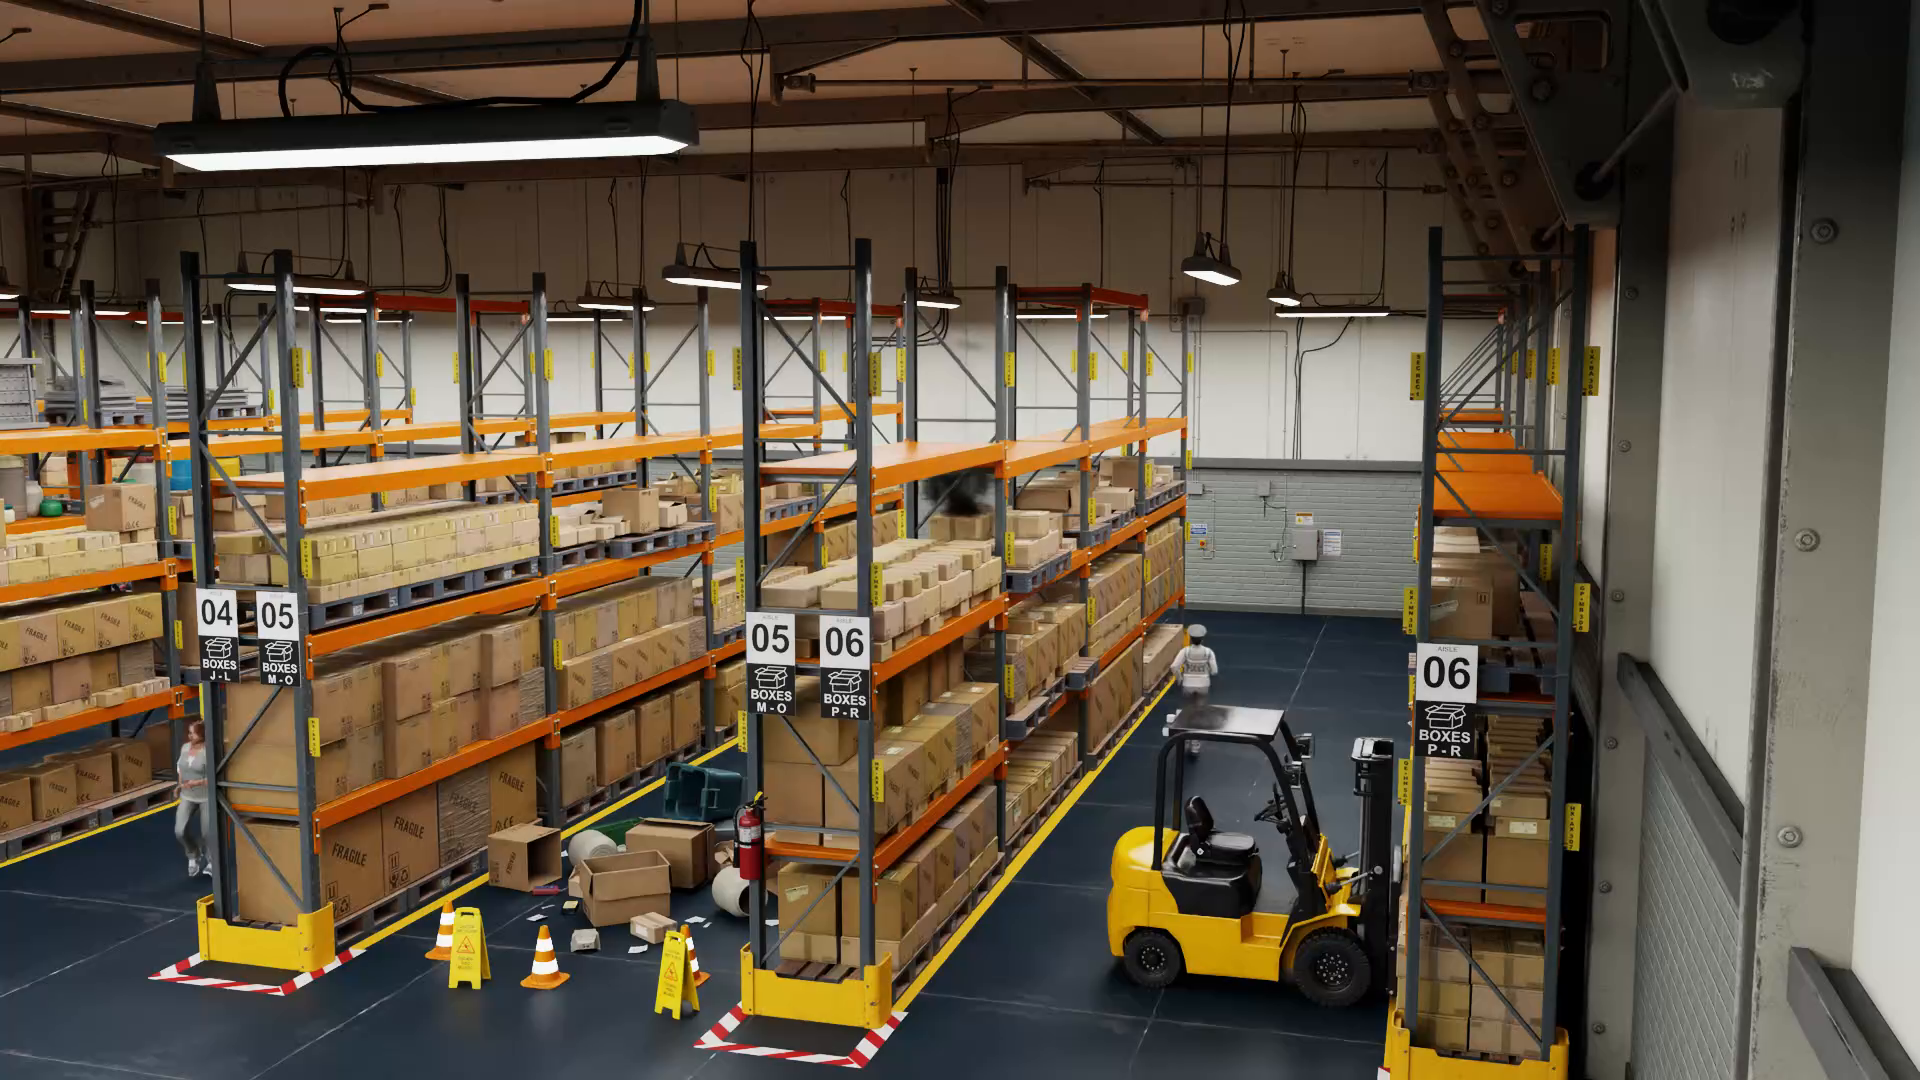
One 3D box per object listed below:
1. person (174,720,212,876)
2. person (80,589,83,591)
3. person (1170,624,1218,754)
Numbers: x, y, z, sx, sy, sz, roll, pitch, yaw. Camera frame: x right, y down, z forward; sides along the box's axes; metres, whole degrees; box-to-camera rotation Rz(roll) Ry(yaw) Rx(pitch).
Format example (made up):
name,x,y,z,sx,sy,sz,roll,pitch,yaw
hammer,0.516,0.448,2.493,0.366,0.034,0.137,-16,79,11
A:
name,x,y,z,sx,sy,sz,roll,pitch,yaw
person,-7.492,2.554,16.314,0.519,1.563,0.624,0,6,-1
person,-15.093,1.131,28.487,0.658,1.729,0.583,1,6,10
person,3.031,1.930,21.491,0.592,1.714,0.654,1,7,12
